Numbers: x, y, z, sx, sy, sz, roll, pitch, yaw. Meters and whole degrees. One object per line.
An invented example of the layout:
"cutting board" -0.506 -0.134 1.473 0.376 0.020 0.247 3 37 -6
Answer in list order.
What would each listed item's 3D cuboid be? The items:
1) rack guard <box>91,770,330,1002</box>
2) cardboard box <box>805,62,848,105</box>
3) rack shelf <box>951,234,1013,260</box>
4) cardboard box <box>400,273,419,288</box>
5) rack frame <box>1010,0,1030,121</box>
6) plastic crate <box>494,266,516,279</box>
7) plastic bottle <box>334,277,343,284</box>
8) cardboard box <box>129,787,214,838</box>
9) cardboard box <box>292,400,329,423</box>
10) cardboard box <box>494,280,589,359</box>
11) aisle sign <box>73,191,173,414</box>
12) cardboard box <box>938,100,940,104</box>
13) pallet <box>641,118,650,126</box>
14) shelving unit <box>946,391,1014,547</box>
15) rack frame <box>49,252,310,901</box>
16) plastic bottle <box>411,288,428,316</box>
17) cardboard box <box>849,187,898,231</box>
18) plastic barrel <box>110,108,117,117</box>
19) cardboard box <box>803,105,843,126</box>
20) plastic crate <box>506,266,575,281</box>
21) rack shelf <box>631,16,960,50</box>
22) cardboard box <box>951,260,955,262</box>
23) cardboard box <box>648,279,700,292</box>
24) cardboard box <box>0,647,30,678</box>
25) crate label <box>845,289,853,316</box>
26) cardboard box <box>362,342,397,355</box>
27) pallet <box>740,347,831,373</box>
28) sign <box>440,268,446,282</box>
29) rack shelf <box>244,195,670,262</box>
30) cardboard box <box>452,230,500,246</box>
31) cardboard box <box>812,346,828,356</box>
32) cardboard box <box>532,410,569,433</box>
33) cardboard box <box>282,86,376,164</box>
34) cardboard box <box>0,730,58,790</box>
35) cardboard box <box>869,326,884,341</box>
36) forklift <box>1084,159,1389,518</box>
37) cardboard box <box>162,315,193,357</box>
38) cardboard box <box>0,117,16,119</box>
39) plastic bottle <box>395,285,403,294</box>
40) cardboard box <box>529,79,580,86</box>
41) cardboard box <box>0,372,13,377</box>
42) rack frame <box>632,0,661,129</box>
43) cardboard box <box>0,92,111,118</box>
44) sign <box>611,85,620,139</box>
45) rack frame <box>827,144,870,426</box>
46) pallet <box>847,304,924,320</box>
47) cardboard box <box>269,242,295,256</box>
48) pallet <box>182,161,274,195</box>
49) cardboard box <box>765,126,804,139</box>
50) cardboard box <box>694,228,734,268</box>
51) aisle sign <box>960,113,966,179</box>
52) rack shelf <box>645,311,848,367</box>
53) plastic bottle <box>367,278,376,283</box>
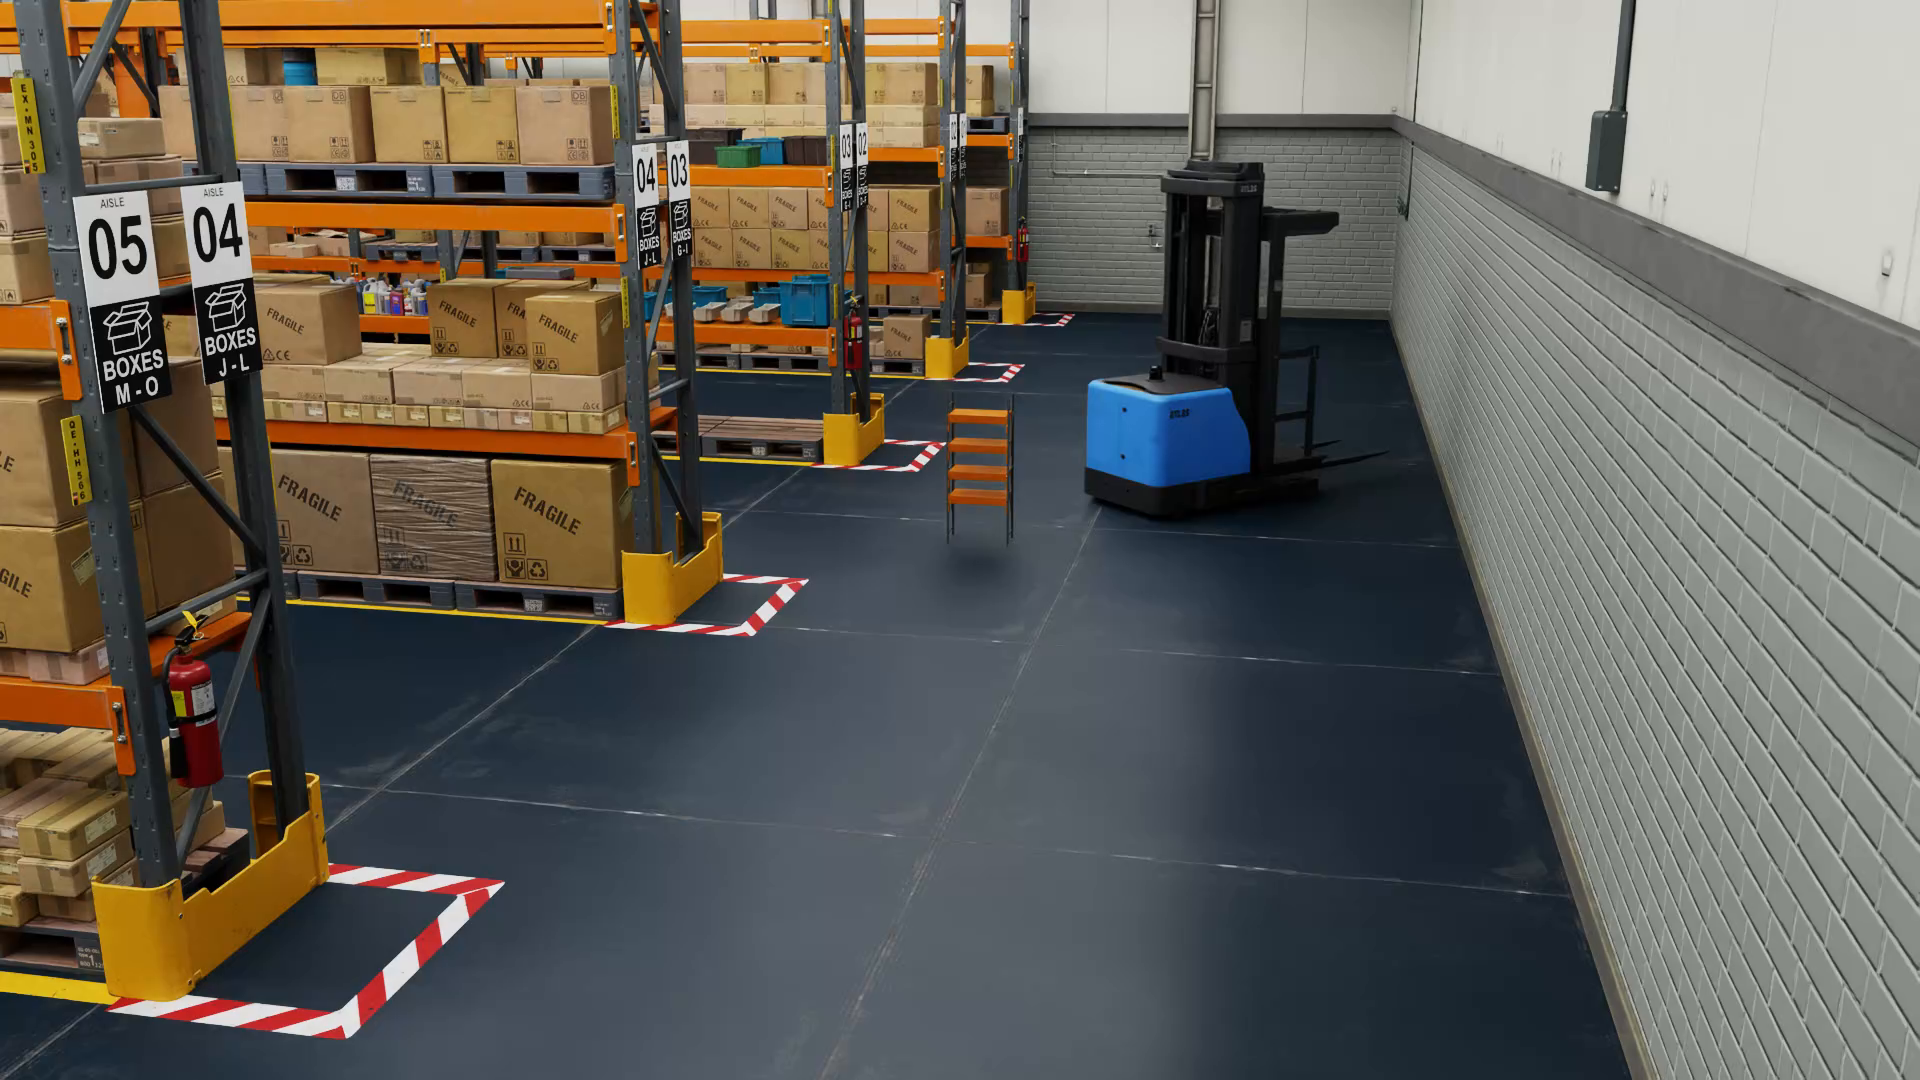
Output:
"rack guard" -3.225 1.472 7.242 0.348 0.500 1.175 3 16 11
"cardboard box" -1.576 -5.658 20.620 0.500 0.500 0.700 3 16 11
"rack shelf" -1.061 -4.668 26.072 4.000 0.370 1.077 3 16 11
"cardboard box" -9.128 -4.467 27.858 0.500 0.500 0.700 3 16 12
"rack frame" 0.899 -7.799 24.791 0.127 3.000 1.000 3 16 11
"plastic crate" -4.470 -2.615 17.231 0.575 0.384 0.392 3 16 11
"plastic bottle" -6.616 -2.667 17.741 0.097 0.271 0.097 0 15 0
"cardboard box" -3.612 1.204 7.522 0.250 0.149 0.380 4 16 13
"cardboard box" -4.489 -0.941 11.741 0.250 0.149 0.380 3 16 12
"cardboard box" -2.969 -1.576 11.882 0.500 0.500 0.500 3 16 10
"aisle sign" -3.138 -0.899 6.250 0.004 0.787 0.394 3 16 11
"cardboard box" -0.382 -6.529 25.131 0.500 0.250 0.500 3 16 9
"pallet" -5.203 -6.609 26.468 1.213 0.211 1.003 4 16 14
"shelving unit" 0.162 -0.569 13.300 0.503 1.200 0.258 3 16 11
"rack frame" -3.150 0.271 6.894 0.127 3.000 1.000 3 16 11
"plastic bottle" -5.446 -2.406 16.791 0.135 0.276 0.152 3 16 11
"cardboard box" -1.071 -4.121 20.689 0.500 0.500 0.500 4 16 13
"plastic barrel" -9.159 -4.338 17.706 0.421 0.512 0.421 0 15 0
"cardboard box" -1.618 -5.241 20.519 0.500 0.250 0.500 3 16 11
"plastic crate" -4.171 -2.476 16.580 0.583 0.464 0.402 3 16 11
"rack shelf" -2.045 -6.261 20.593 4.000 0.370 1.077 3 16 11
"cardboard box" -0.142 -4.302 26.085 0.250 0.149 0.380 3 16 11
"cardboard box" -4.556 -4.335 26.761 0.750 0.750 0.750 4 16 13
"cardboard box" -3.762 0.426 6.807 0.250 0.149 0.380 3 16 11
"crate label" -1.252 -2.364 16.609 0.303 0.233 0.416 3 16 11
"cardboard box" -4.490 -1.296 12.275 0.500 0.250 0.500 3 16 12
"pallet" -2.133 -2.380 21.689 1.213 0.211 1.003 3 16 11
"sign" -5.107 -2.519 16.448 0.005 0.325 0.100 3 16 11
"rack shelf" -4.023 -2.226 11.638 4.000 0.370 1.077 3 16 11
"cardboard box" -6.427 -4.186 22.010 0.500 0.500 0.700 6 17 22
"cardboard box" -1.592 -2.522 21.304 0.500 0.250 0.500 3 16 11
"cardboard box" -2.732 -0.846 11.398 0.250 0.149 0.380 3 16 12
"cardboard box" -4.194 -2.857 11.408 0.500 0.500 0.700 4 16 14
"cardboard box" -4.371 1.018 7.639 0.250 0.149 0.380 2 16 8
"cardboard box" -1.051 -2.629 21.690 0.500 0.250 0.500 3 16 11
"forklift" 2.608 -1.883 14.798 3.031 2.935 1.130 -10 18 -33
"cardboard box" -5.564 -1.574 11.874 0.500 0.500 0.500 3 16 11
"cardboard box" -3.920 -1.664 6.858 0.250 0.149 0.380 3 16 11
"plastic bottle" -5.935 -2.596 17.617 0.097 0.201 0.097 0 15 0
"cardboard box" -5.143 -5.645 21.472 0.600 0.600 0.600 3 16 10
"cardboard box" -4.145 -0.388 6.658 0.500 0.500 0.500 3 16 9
"rack frame" -4.005 -6.716 20.881 0.127 3.000 1.000 3 16 11
"cardboard box" -6.553 -2.958 11.959 0.500 0.500 0.700 3 16 12
"sign" -2.184 -2.714 10.541 0.005 0.325 0.100 3 16 11
"rack frame" -1.076 -2.317 16.236 0.127 3.000 1.000 3 16 11
"pallet" -1.093 -3.652 26.281 1.213 0.211 1.003 3 16 11
"cardboard box" -9.185 -3.970 22.675 0.250 0.149 0.380 4 16 15
"pallet" -5.183 -2.590 11.771 1.213 0.211 1.003 3 16 11
"cardboard box" -2.108 -5.027 20.684 0.500 0.250 0.500 3 16 11
"cardboard box" -3.057 -3.748 21.218 0.500 0.500 0.500 3 16 12
"aisle sign" 0.040 -4.938 20.831 0.004 0.787 0.394 3 16 11
"rack shelf" -3.036 -2.076 16.716 4.000 0.370 1.077 3 16 11
"plastic bottle" -6.281 -2.643 17.647 0.135 0.276 0.152 3 16 11
